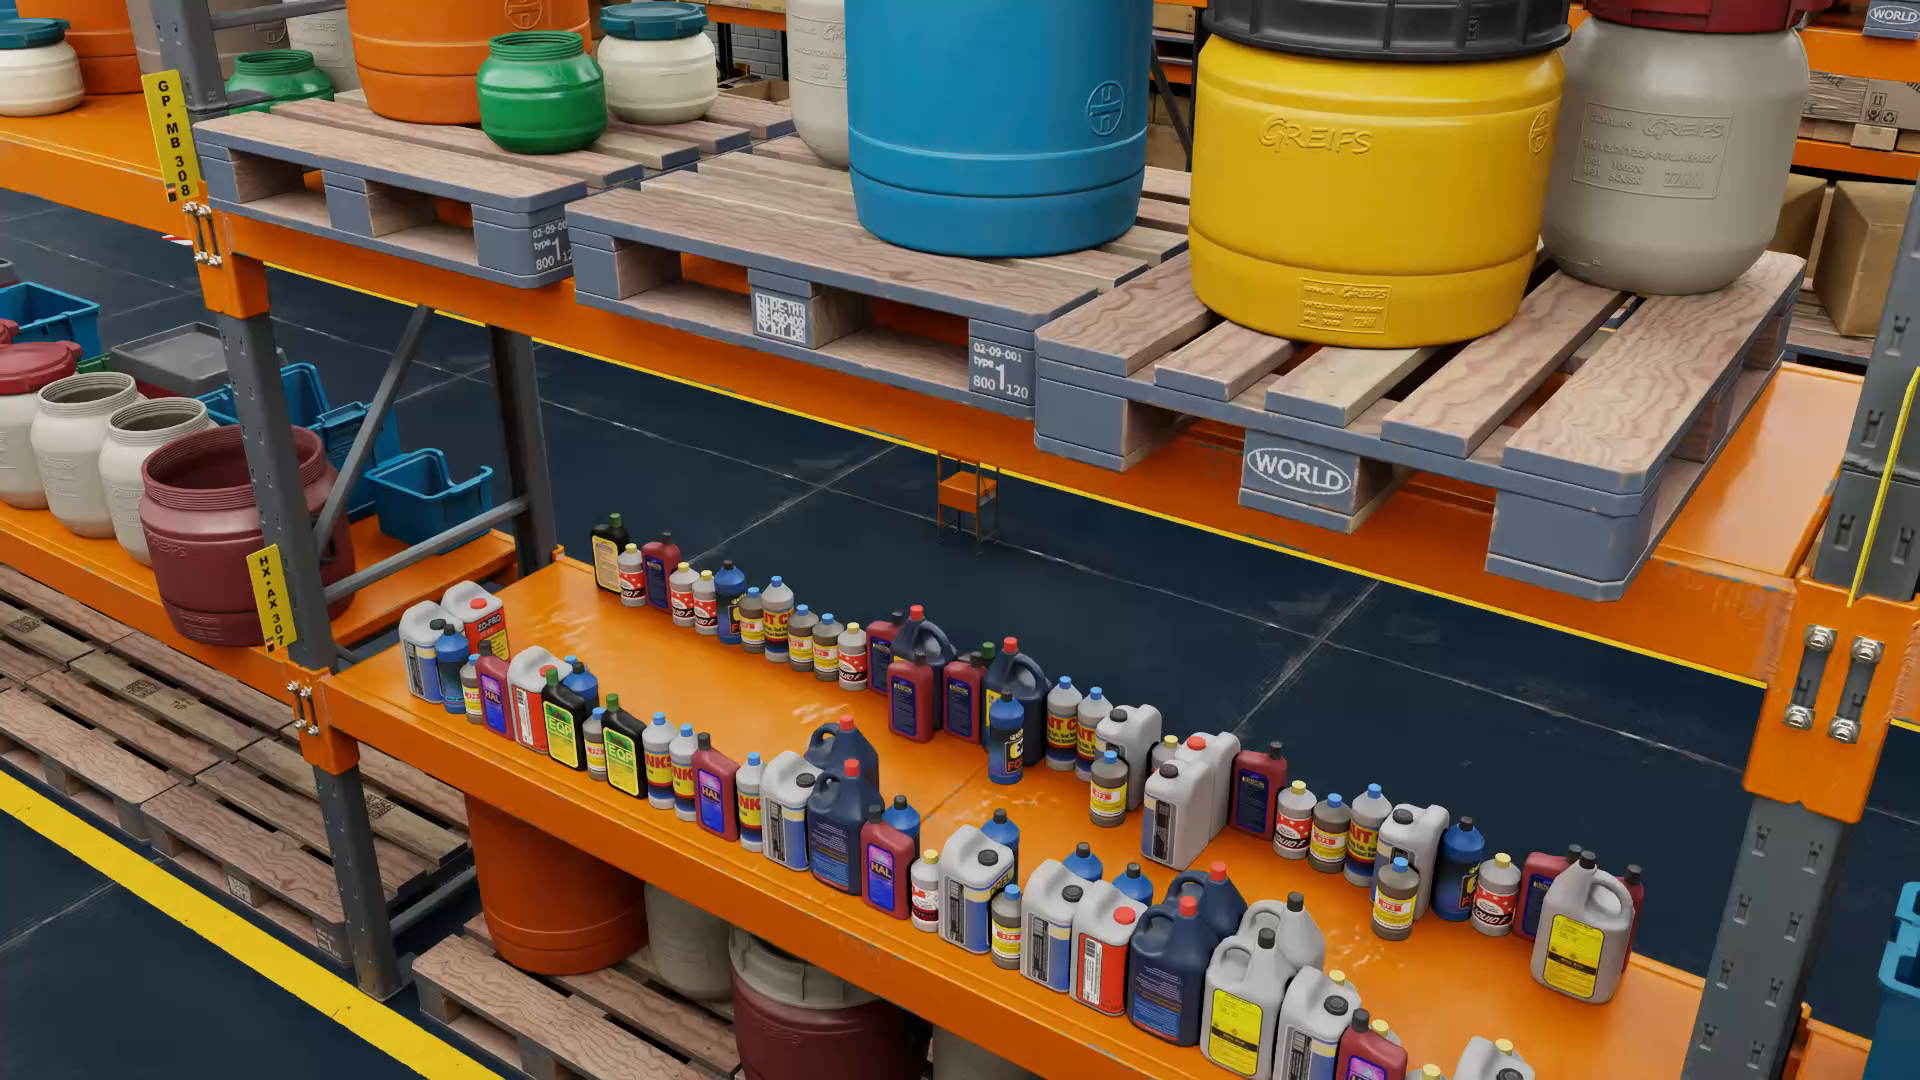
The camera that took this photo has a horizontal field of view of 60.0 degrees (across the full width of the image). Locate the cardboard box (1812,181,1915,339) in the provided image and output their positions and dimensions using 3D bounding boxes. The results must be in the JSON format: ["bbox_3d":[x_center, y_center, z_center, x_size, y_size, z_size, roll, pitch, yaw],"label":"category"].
[{"bbox_3d":[4.112,-1.221,7.268,0.500,0.500,0.700,7,28,13],"label":"cardboard box"}]

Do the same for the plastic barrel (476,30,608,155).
[{"bbox_3d":[-0.986,-1.057,3.920,0.294,0.245,0.294,0,27,0],"label":"plastic barrel"}]

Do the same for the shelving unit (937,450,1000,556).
[{"bbox_3d":[0.044,-0.454,8.485,0.252,1.050,0.215,17,32,30],"label":"shelving unit"}]

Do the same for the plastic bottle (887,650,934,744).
[{"bbox_3d":[-0.141,0.431,4.724,0.133,0.283,0.061,17,32,30],"label":"plastic bottle"}]

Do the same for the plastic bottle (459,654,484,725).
[{"bbox_3d":[-1.395,0.426,4.826,0.097,0.201,0.097,0,27,0],"label":"plastic bottle"}]

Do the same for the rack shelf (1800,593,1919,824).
[{"bbox_3d":[3.217,0.564,1.820,4.000,0.370,1.077,17,32,30],"label":"rack shelf"}]

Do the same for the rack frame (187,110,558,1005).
[{"bbox_3d":[-1.729,0.040,5.364,0.127,3.000,1.000,17,32,30],"label":"rack frame"}]

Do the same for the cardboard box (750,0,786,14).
[{"bbox_3d":[-1.639,-5.155,15.716,0.500,0.250,0.500,17,31,30],"label":"cardboard box"}]

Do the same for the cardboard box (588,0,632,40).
[{"bbox_3d":[-2.588,-3.572,10.922,0.500,0.500,0.700,17,32,31],"label":"cardboard box"}]

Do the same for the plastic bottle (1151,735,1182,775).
[{"bbox_3d":[0.559,0.617,4.450,0.097,0.201,0.097,0,27,0],"label":"plastic bottle"}]

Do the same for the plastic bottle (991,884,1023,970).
[{"bbox_3d":[0.122,0.898,3.897,0.097,0.201,0.097,0,27,0],"label":"plastic bottle"}]

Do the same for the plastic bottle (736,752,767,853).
[{"bbox_3d":[-0.523,0.666,4.276,0.097,0.271,0.097,0,27,0],"label":"plastic bottle"}]

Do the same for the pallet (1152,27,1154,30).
[{"bbox_3d":[1.131,-4.355,14.212,1.213,0.211,1.003,17,32,30],"label":"pallet"}]

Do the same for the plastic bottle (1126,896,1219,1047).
[{"bbox_3d":[0.473,0.928,3.674,0.185,0.351,0.144,17,32,30],"label":"plastic bottle"}]

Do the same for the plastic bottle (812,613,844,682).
[{"bbox_3d":[-0.397,0.319,5.036,0.097,0.201,0.097,0,27,0],"label":"plastic bottle"}]

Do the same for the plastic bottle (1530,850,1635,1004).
[{"bbox_3d":[1.428,0.867,3.793,0.185,0.351,0.144,17,32,30],"label":"plastic bottle"}]

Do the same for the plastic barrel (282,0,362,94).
[{"bbox_3d":[-1.811,-1.541,5.040,0.421,0.512,0.421,0,27,0],"label":"plastic barrel"}]

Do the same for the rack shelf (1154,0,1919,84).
[{"bbox_3d":[2.727,-2.314,7.475,4.000,0.370,1.077,17,32,30],"label":"rack shelf"}]

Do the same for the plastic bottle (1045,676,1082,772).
[{"bbox_3d":[0.288,0.501,4.600,0.097,0.271,0.097,0,27,0],"label":"plastic bottle"}]

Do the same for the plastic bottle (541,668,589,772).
[{"bbox_3d":[-1.089,0.494,4.600,0.133,0.283,0.061,17,32,30],"label":"plastic bottle"}]

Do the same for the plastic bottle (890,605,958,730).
[{"bbox_3d":[-0.104,0.356,4.797,0.185,0.351,0.144,17,32,30],"label":"plastic bottle"}]

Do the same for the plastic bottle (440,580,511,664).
[{"bbox_3d":[-1.469,0.270,5.048,0.135,0.276,0.152,17,32,30],"label":"plastic bottle"}]

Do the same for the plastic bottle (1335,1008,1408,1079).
[{"bbox_3d":[0.844,1.096,3.417,0.133,0.283,0.061,17,32,30],"label":"plastic bottle"}]

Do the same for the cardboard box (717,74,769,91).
[{"bbox_3d":[-2.195,-4.505,16.774,0.500,0.311,0.500,14,30,25],"label":"cardboard box"}]

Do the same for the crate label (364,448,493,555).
[{"bbox_3d":[-1.864,-0.134,5.890,0.416,0.233,0.303,17,32,30],"label":"crate label"}]

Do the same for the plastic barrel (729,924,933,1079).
[{"bbox_3d":[-0.385,1.337,5.012,0.708,0.588,0.600,17,32,30],"label":"plastic barrel"}]

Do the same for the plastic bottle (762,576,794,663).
[{"bbox_3d":[-0.558,0.237,5.118,0.097,0.271,0.097,0,27,0],"label":"plastic bottle"}]

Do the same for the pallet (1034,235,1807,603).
[{"bbox_3d":[0.867,-0.350,3.032,1.003,0.211,1.213,17,32,30],"label":"pallet"}]

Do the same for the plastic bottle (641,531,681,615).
[{"bbox_3d":[-0.964,0.096,5.384,0.133,0.283,0.061,17,32,30],"label":"plastic bottle"}]

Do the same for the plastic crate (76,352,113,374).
[{"bbox_3d":[-3.431,-0.551,6.759,0.662,0.188,0.450,17,32,30],"label":"plastic crate"}]

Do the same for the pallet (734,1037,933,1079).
[{"bbox_3d":[-0.054,1.783,5.013,1.213,0.211,1.003,17,32,30],"label":"pallet"}]

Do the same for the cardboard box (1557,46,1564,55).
[{"bbox_3d":[4.562,-3.492,11.843,0.500,0.500,0.500,18,32,32],"label":"cardboard box"}]

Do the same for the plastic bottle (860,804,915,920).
[{"bbox_3d":[-0.175,0.779,4.041,0.133,0.283,0.061,17,32,30],"label":"plastic bottle"}]

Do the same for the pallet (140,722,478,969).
[{"bbox_3d":[-2.345,1.069,6.416,1.213,0.211,1.003,17,32,30],"label":"pallet"}]

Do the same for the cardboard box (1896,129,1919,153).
[{"bbox_3d":[6.329,-2.654,10.913,0.250,0.149,0.380,18,32,32],"label":"cardboard box"}]

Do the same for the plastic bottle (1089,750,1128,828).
[{"bbox_3d":[0.393,0.648,4.388,0.097,0.201,0.097,0,27,0],"label":"plastic bottle"}]

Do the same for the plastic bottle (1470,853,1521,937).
[{"bbox_3d":[1.292,0.845,4.001,0.097,0.201,0.097,0,27,0],"label":"plastic bottle"}]

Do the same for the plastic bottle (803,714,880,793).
[{"bbox_3d":[-0.307,0.601,4.316,0.185,0.351,0.144,17,32,30],"label":"plastic bottle"}]

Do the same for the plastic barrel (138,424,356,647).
[{"bbox_3d":[-2.283,-0.027,5.345,0.708,0.536,0.600,17,32,30],"label":"plastic barrel"}]

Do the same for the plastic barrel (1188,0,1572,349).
[{"bbox_3d":[0.701,-0.699,2.839,0.600,0.588,0.600,0,27,0],"label":"plastic barrel"}]

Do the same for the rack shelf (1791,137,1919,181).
[{"bbox_3d":[5.529,-2.830,11.796,4.000,0.370,1.077,17,32,30],"label":"rack shelf"}]

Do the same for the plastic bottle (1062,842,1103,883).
[{"bbox_3d":[0.288,0.835,3.944,0.097,0.271,0.097,0,27,0],"label":"plastic bottle"}]

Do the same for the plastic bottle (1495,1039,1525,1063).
[{"bbox_3d":[1.116,1.124,3.453,0.097,0.201,0.097,0,27,0],"label":"plastic bottle"}]

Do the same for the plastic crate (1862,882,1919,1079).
[{"bbox_3d":[2.146,1.040,3.351,0.575,0.384,0.392,17,32,30],"label":"plastic crate"}]

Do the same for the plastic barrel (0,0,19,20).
[{"bbox_3d":[-3.406,-2.162,5.831,0.708,0.901,0.600,17,32,30],"label":"plastic barrel"}]

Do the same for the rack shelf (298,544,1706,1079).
[{"bbox_3d":[-0.080,0.874,4.518,4.000,0.370,1.077,17,32,30],"label":"rack shelf"}]

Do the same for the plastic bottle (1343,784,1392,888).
[{"bbox_3d":[1.021,0.729,4.152,0.097,0.271,0.097,0,27,0],"label":"plastic bottle"}]

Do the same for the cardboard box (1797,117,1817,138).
[{"bbox_3d":[5.716,-2.857,11.312,0.250,0.149,0.380,16,31,29],"label":"cardboard box"}]

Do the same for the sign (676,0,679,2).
[{"bbox_3d":[-1.919,-3.524,11.178,0.005,0.325,0.100,17,32,30],"label":"sign"}]

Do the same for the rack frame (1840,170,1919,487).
[{"bbox_3d":[1.568,-1.607,1.985,0.127,3.000,1.000,17,32,30],"label":"rack frame"}]

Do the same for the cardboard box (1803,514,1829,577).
[{"bbox_3d":[3.807,0.115,7.488,0.500,0.500,0.500,17,32,30],"label":"cardboard box"}]

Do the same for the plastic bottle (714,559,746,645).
[{"bbox_3d":[-0.718,0.187,5.216,0.097,0.271,0.097,0,27,0],"label":"plastic bottle"}]

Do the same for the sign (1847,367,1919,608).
[{"bbox_3d":[1.255,-0.068,2.260,0.005,0.325,0.100,17,32,30],"label":"sign"}]

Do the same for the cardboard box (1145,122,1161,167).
[{"bbox_3d":[1.654,-3.476,14.545,0.500,0.500,0.700,17,31,29],"label":"cardboard box"}]

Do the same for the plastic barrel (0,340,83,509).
[{"bbox_3d":[-3.400,-0.421,6.119,0.433,0.535,0.433,0,27,0],"label":"plastic barrel"}]

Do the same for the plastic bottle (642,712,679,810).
[{"bbox_3d":[-0.794,0.582,4.442,0.097,0.271,0.097,0,27,0],"label":"plastic bottle"}]

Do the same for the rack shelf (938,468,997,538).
[{"bbox_3d":[0.044,-0.197,8.616,0.240,0.259,0.215,17,32,30],"label":"rack shelf"}]

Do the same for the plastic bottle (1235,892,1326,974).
[{"bbox_3d":[0.707,0.922,3.686,0.185,0.351,0.144,17,32,30],"label":"plastic bottle"}]

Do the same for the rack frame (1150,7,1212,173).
[{"bbox_3d":[1.079,-1.811,9.001,0.127,3.000,1.000,17,32,30],"label":"rack frame"}]
